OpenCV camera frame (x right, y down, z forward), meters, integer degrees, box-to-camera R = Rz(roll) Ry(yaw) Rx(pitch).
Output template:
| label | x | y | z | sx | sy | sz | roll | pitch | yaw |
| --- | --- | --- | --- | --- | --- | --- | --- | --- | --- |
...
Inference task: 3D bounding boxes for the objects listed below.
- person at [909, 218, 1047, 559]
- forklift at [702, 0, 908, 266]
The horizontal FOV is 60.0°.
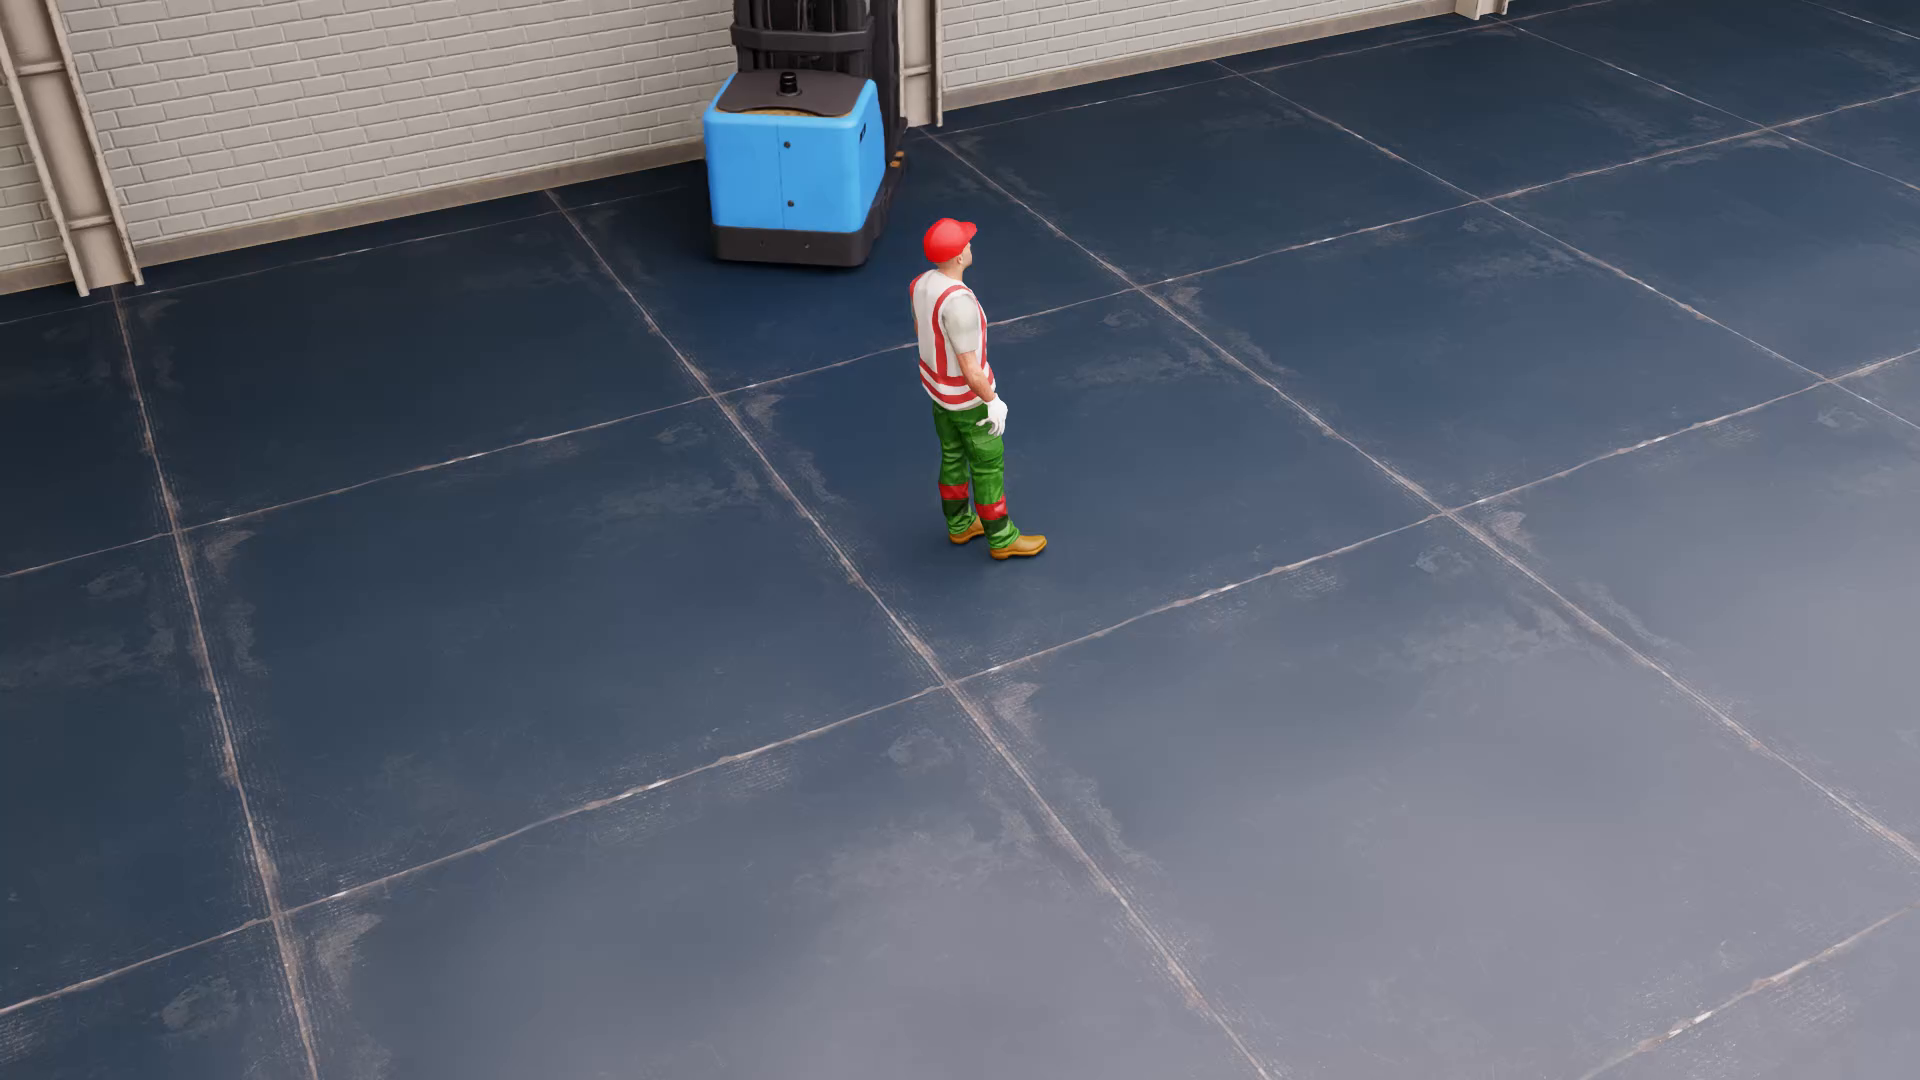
| label | x | y | z | sx | sy | sz | roll | pitch | yaw |
| --- | --- | --- | --- | --- | --- | --- | --- | --- | --- |
| person | 0.076 | -0.752 | 8.163 | 0.564 | 1.787 | 0.637 | -17 | 39 | -23 |
| forklift | -0.987 | -3.865 | 11.591 | 1.130 | 2.935 | 3.031 | 4 | 35 | 6 |
